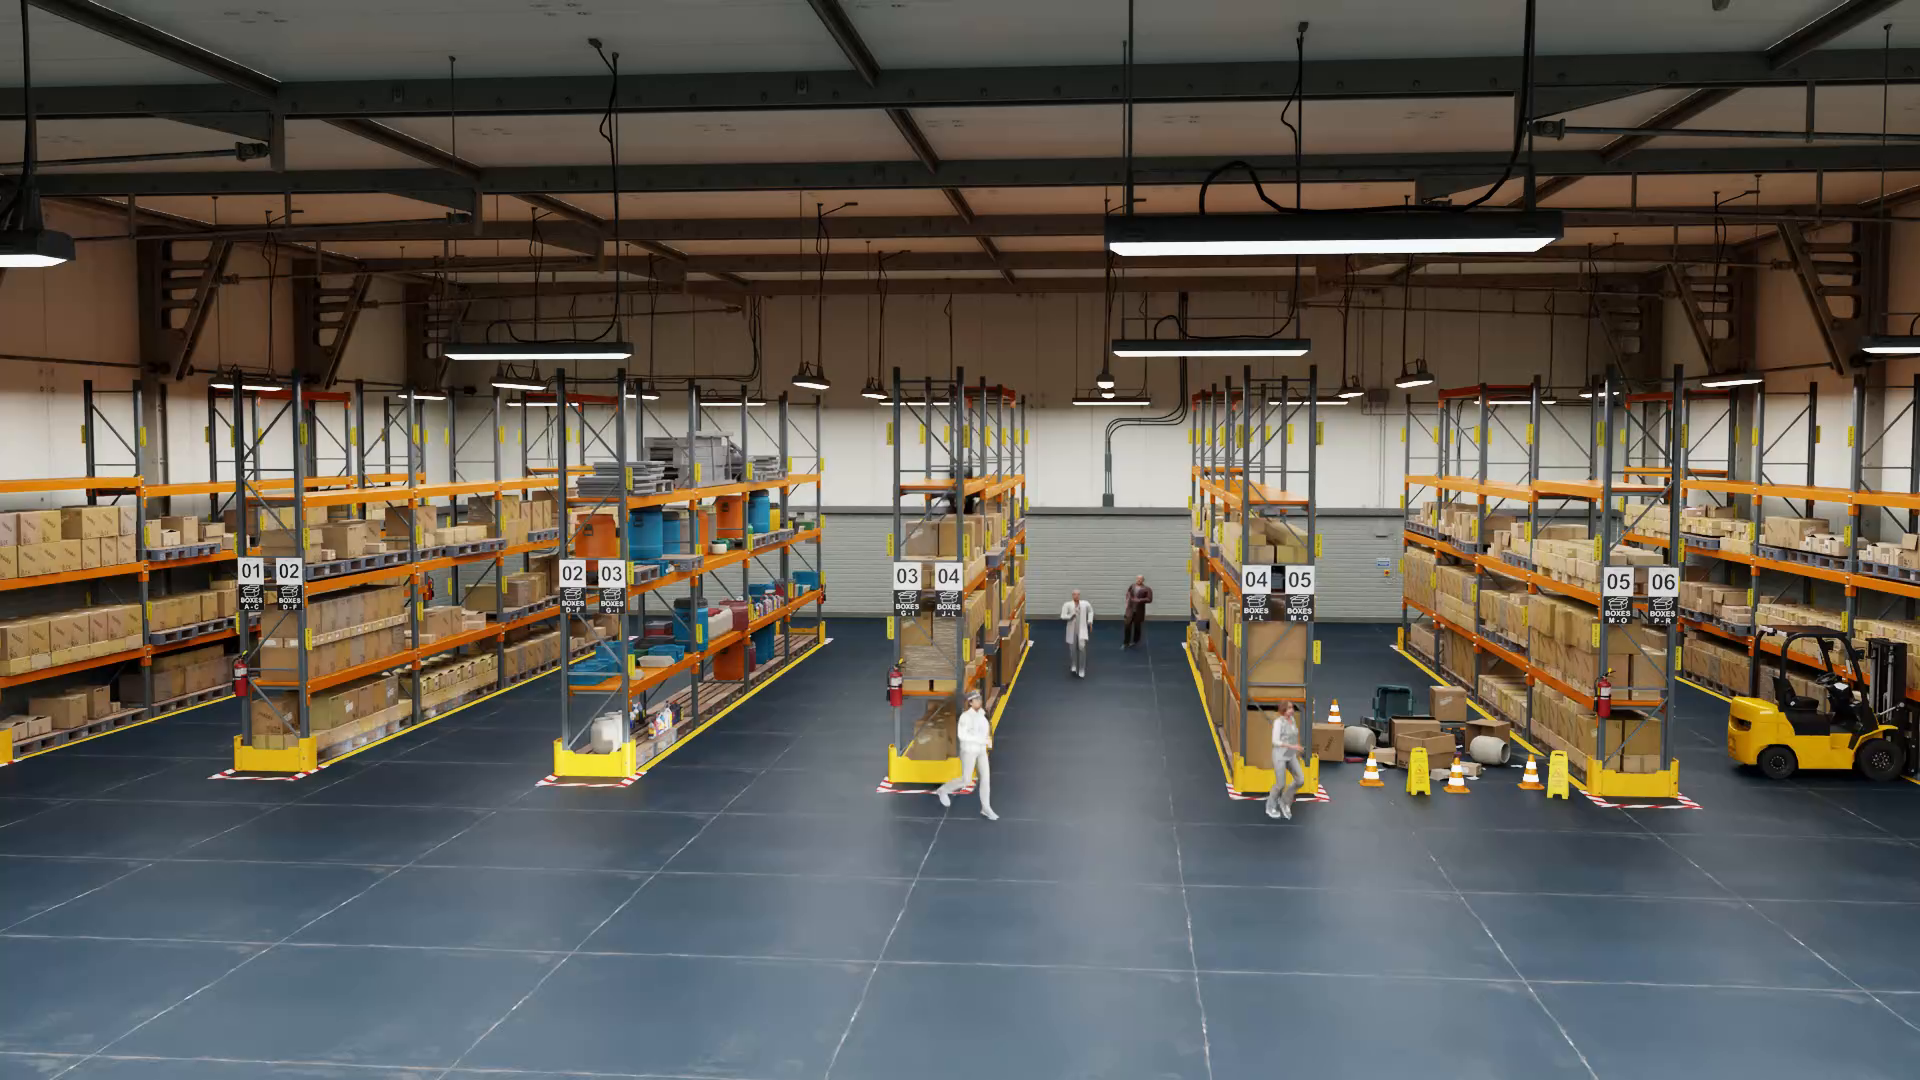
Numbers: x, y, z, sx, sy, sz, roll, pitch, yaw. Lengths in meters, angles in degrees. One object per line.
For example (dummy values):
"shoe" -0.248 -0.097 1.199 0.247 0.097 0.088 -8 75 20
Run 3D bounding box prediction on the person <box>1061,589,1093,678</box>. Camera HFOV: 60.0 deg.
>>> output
"person" 2.451 1.974 34.868 0.673 1.805 0.845 0 4 5

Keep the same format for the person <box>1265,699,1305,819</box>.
"person" 4.276 2.864 21.696 0.572 1.596 0.641 -3 5 -40

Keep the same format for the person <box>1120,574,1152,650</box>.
"person" 4.225 1.708 39.189 0.710 1.833 0.815 2 4 24

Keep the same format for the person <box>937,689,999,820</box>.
"person" 0.146 2.801 21.959 0.917 1.701 0.624 3 5 41
